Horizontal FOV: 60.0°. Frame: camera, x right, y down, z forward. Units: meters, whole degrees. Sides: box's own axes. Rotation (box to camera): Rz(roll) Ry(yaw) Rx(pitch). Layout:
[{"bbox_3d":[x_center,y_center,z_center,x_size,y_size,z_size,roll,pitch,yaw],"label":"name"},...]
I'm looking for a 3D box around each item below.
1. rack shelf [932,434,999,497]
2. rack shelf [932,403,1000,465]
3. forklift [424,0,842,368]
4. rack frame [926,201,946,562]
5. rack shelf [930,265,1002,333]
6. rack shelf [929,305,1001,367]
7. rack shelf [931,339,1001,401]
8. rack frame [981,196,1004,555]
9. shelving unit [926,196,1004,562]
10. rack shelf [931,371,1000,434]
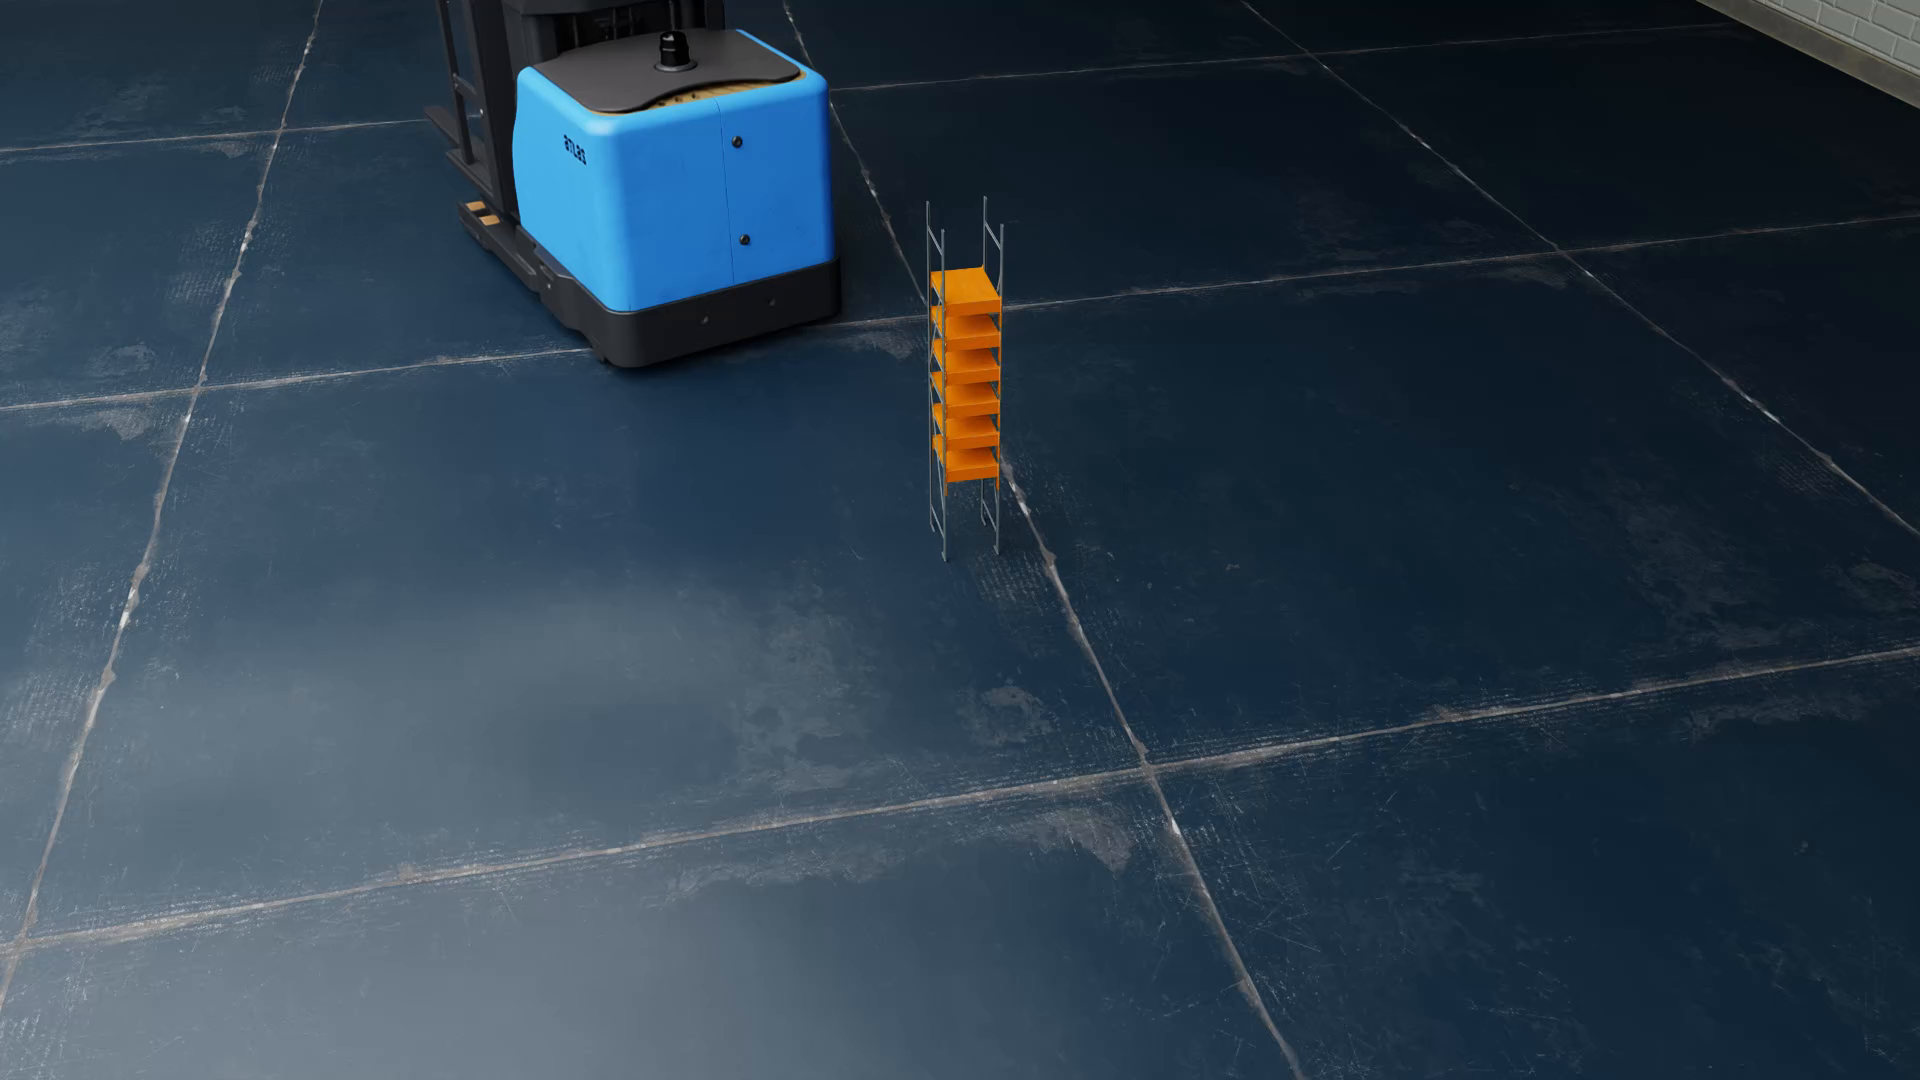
[{"bbox_3d":[0.014,-0.264,5.577,0.180,0.103,0.258,-7,35,-11],"label":"rack shelf"},{"bbox_3d":[0.014,-0.363,5.510,0.180,0.103,0.258,-7,35,-11],"label":"rack shelf"},{"bbox_3d":[-1.719,-2.692,7.131,1.130,2.935,3.031,-20,39,-26],"label":"forklift"},{"bbox_3d":[-0.075,-0.489,5.402,0.006,1.200,0.240,-7,35,-11],"label":"rack frame"},{"bbox_3d":[0.014,-0.762,5.242,0.180,0.103,0.258,-7,35,-11],"label":"rack shelf"},{"bbox_3d":[0.014,-0.662,5.309,0.180,0.103,0.258,-7,35,-11],"label":"rack shelf"},{"bbox_3d":[0.014,-0.563,5.376,0.180,0.103,0.258,-7,35,-11],"label":"rack shelf"},{"bbox_3d":[0.103,-0.511,5.435,0.006,1.200,0.240,-7,35,-11],"label":"rack frame"},{"bbox_3d":[0.014,-0.500,5.418,0.189,1.200,0.258,-7,35,-11],"label":"shelving unit"},{"bbox_3d":[0.014,-0.463,5.443,0.180,0.103,0.258,-7,35,-11],"label":"rack shelf"}]
